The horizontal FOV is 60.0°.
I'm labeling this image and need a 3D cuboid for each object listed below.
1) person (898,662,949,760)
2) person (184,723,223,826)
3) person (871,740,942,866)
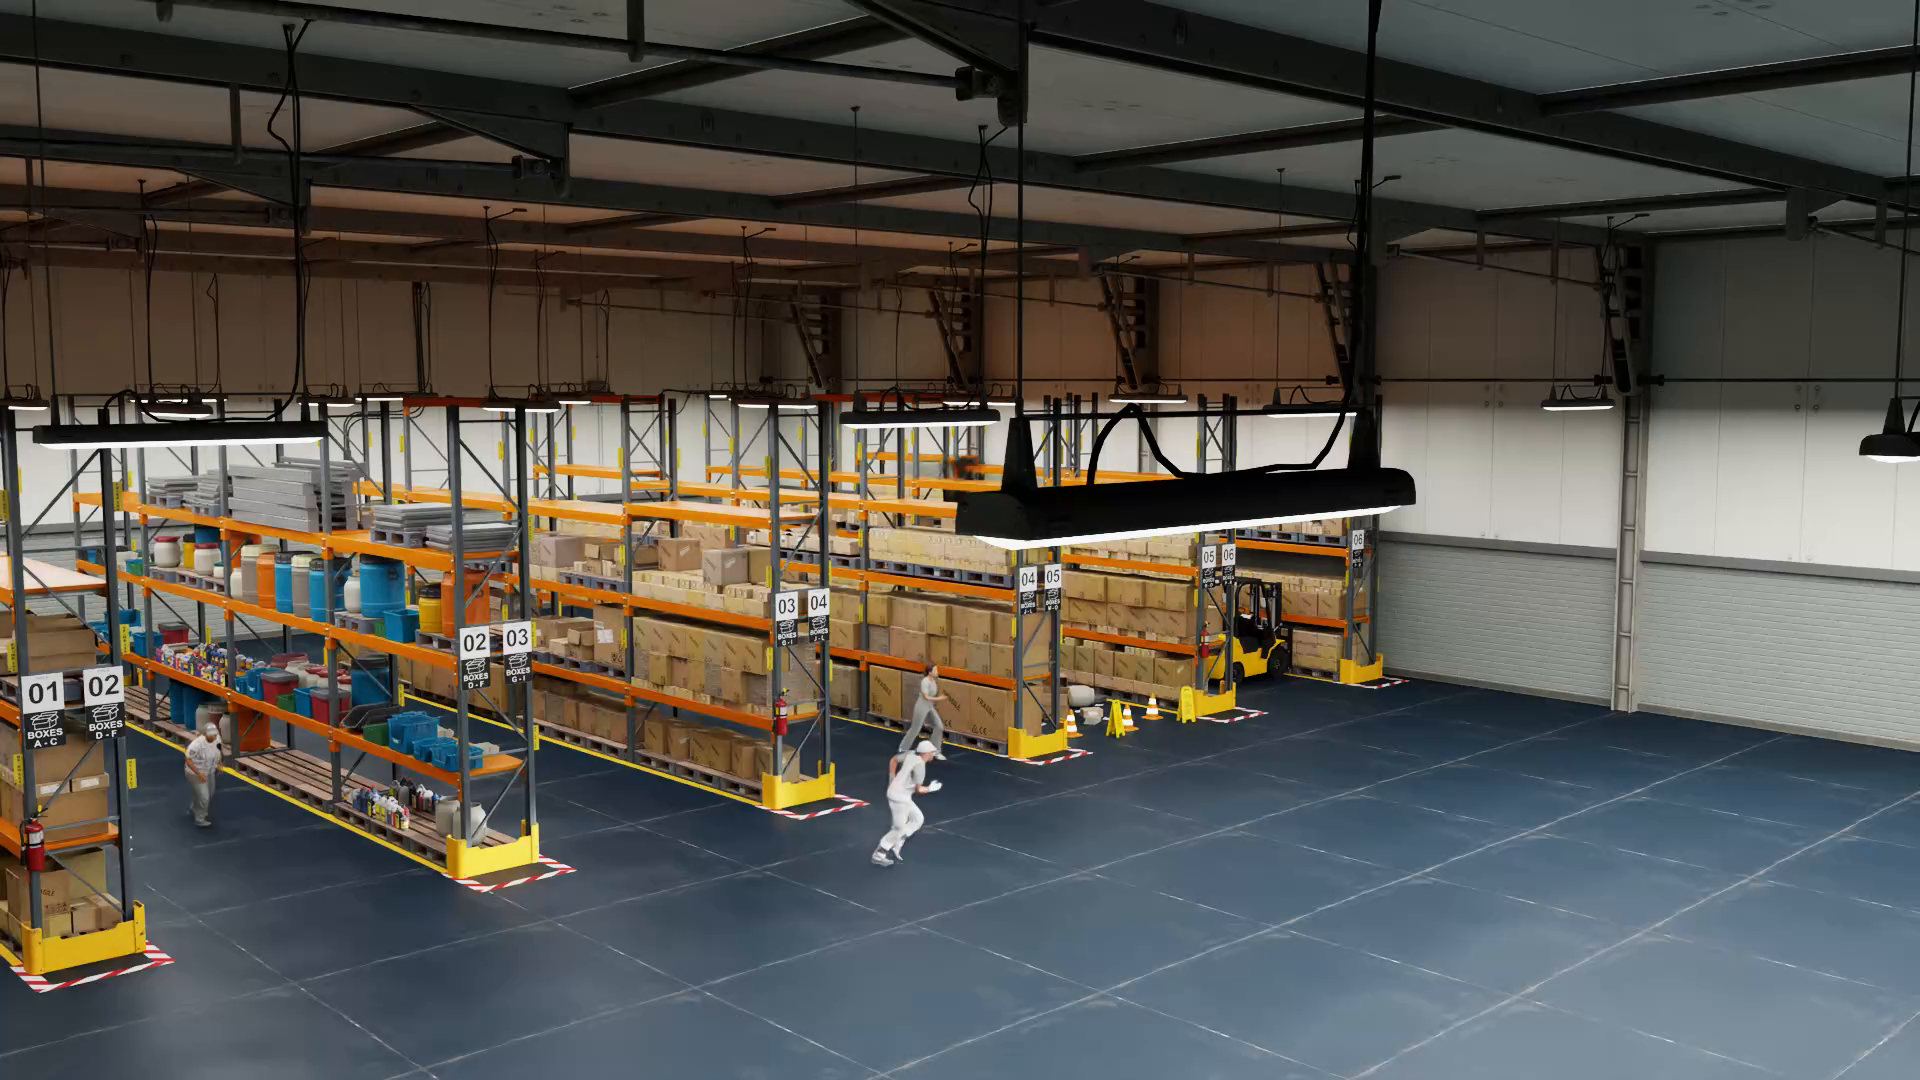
[{"bbox_3d":[-0.609,2.847,27.665,0.915,1.657,0.560,2,6,23],"label":"person"},{"bbox_3d":[-10.755,3.298,23.629,0.902,1.518,0.655,2,6,20],"label":"person"},{"bbox_3d":[-0.716,3.416,21.733,0.928,1.601,0.701,-1,6,-15],"label":"person"}]
